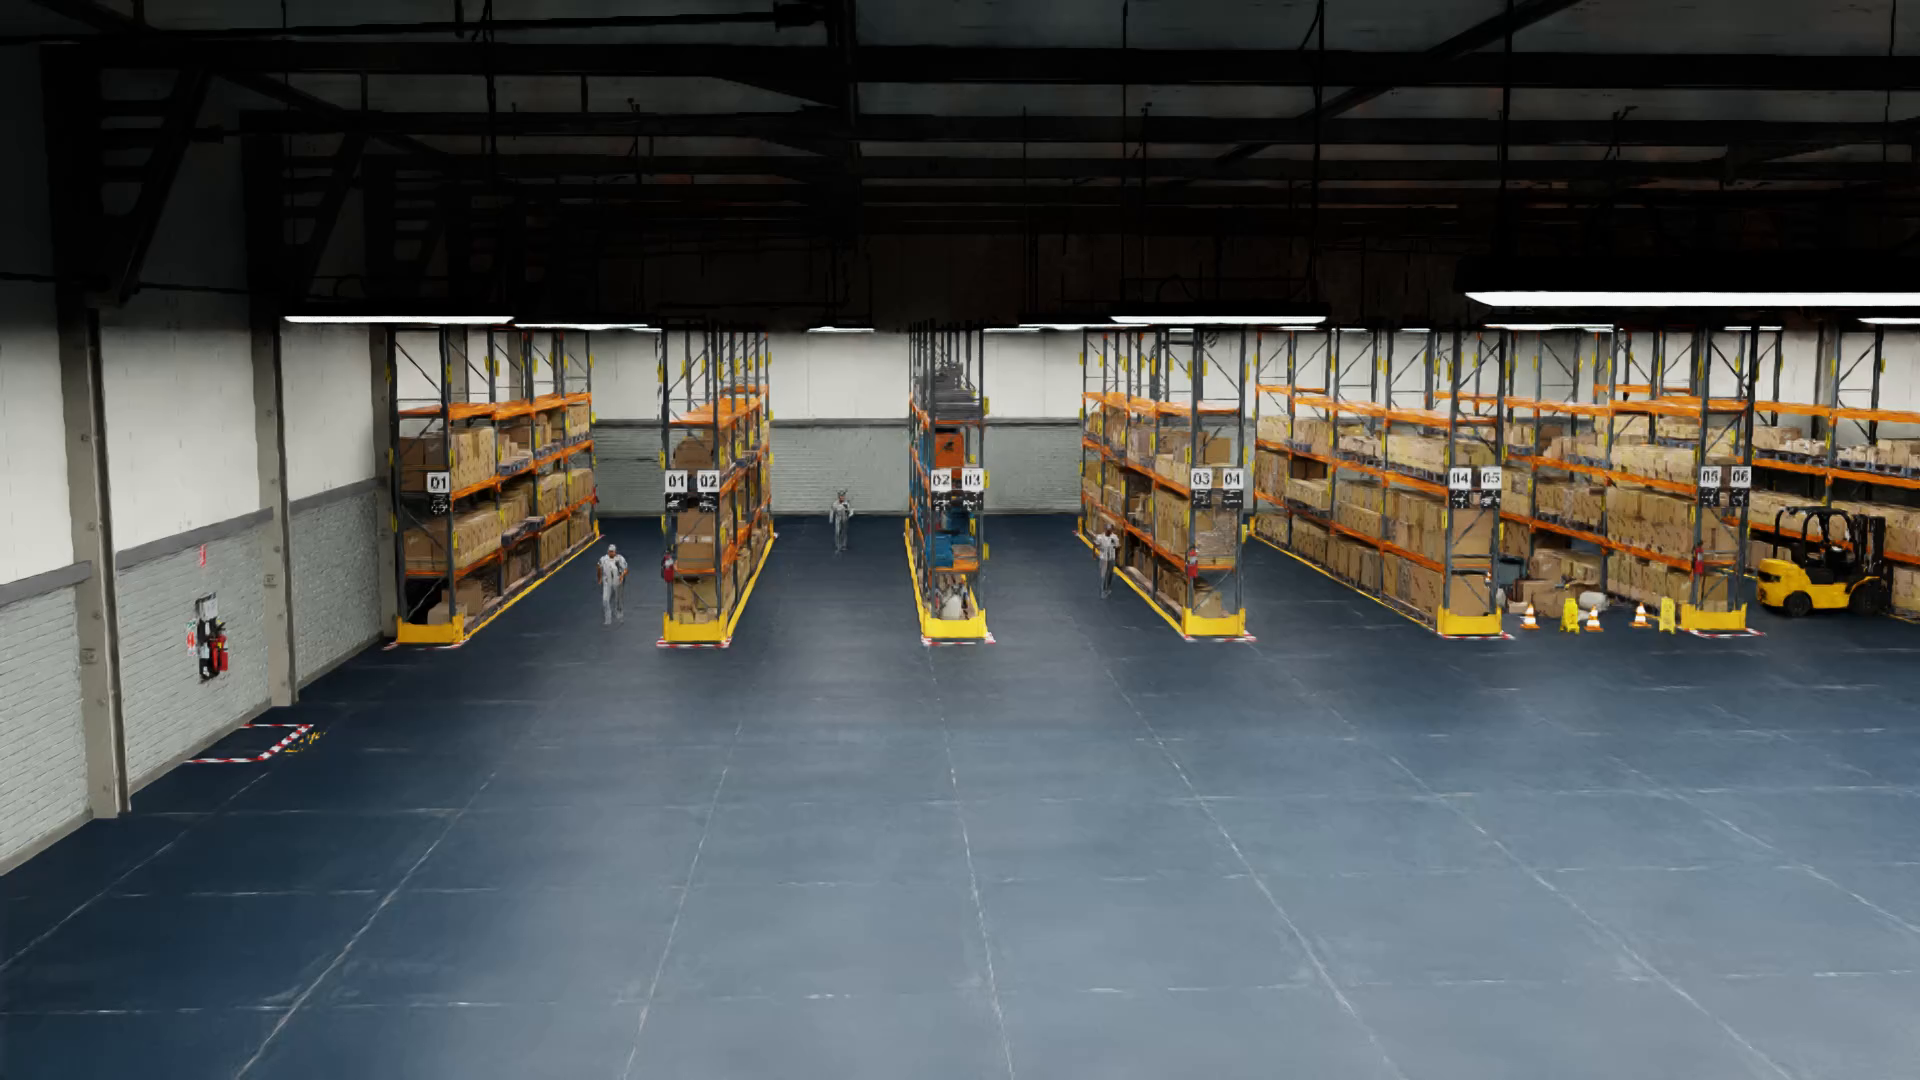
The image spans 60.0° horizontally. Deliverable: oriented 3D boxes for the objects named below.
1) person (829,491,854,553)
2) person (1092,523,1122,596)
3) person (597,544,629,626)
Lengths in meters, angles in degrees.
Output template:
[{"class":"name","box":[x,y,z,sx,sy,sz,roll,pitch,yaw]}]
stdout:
[{"class":"person","box":[-3.129,-0.511,44.004,0.635,1.616,0.837,-1,7,-8]},{"class":"person","box":[3.251,0.397,36.674,0.601,1.608,0.847,-1,7,-6]},{"class":"person","box":[-6.894,0.854,33.065,0.631,1.602,0.796,-1,7,-8]}]
